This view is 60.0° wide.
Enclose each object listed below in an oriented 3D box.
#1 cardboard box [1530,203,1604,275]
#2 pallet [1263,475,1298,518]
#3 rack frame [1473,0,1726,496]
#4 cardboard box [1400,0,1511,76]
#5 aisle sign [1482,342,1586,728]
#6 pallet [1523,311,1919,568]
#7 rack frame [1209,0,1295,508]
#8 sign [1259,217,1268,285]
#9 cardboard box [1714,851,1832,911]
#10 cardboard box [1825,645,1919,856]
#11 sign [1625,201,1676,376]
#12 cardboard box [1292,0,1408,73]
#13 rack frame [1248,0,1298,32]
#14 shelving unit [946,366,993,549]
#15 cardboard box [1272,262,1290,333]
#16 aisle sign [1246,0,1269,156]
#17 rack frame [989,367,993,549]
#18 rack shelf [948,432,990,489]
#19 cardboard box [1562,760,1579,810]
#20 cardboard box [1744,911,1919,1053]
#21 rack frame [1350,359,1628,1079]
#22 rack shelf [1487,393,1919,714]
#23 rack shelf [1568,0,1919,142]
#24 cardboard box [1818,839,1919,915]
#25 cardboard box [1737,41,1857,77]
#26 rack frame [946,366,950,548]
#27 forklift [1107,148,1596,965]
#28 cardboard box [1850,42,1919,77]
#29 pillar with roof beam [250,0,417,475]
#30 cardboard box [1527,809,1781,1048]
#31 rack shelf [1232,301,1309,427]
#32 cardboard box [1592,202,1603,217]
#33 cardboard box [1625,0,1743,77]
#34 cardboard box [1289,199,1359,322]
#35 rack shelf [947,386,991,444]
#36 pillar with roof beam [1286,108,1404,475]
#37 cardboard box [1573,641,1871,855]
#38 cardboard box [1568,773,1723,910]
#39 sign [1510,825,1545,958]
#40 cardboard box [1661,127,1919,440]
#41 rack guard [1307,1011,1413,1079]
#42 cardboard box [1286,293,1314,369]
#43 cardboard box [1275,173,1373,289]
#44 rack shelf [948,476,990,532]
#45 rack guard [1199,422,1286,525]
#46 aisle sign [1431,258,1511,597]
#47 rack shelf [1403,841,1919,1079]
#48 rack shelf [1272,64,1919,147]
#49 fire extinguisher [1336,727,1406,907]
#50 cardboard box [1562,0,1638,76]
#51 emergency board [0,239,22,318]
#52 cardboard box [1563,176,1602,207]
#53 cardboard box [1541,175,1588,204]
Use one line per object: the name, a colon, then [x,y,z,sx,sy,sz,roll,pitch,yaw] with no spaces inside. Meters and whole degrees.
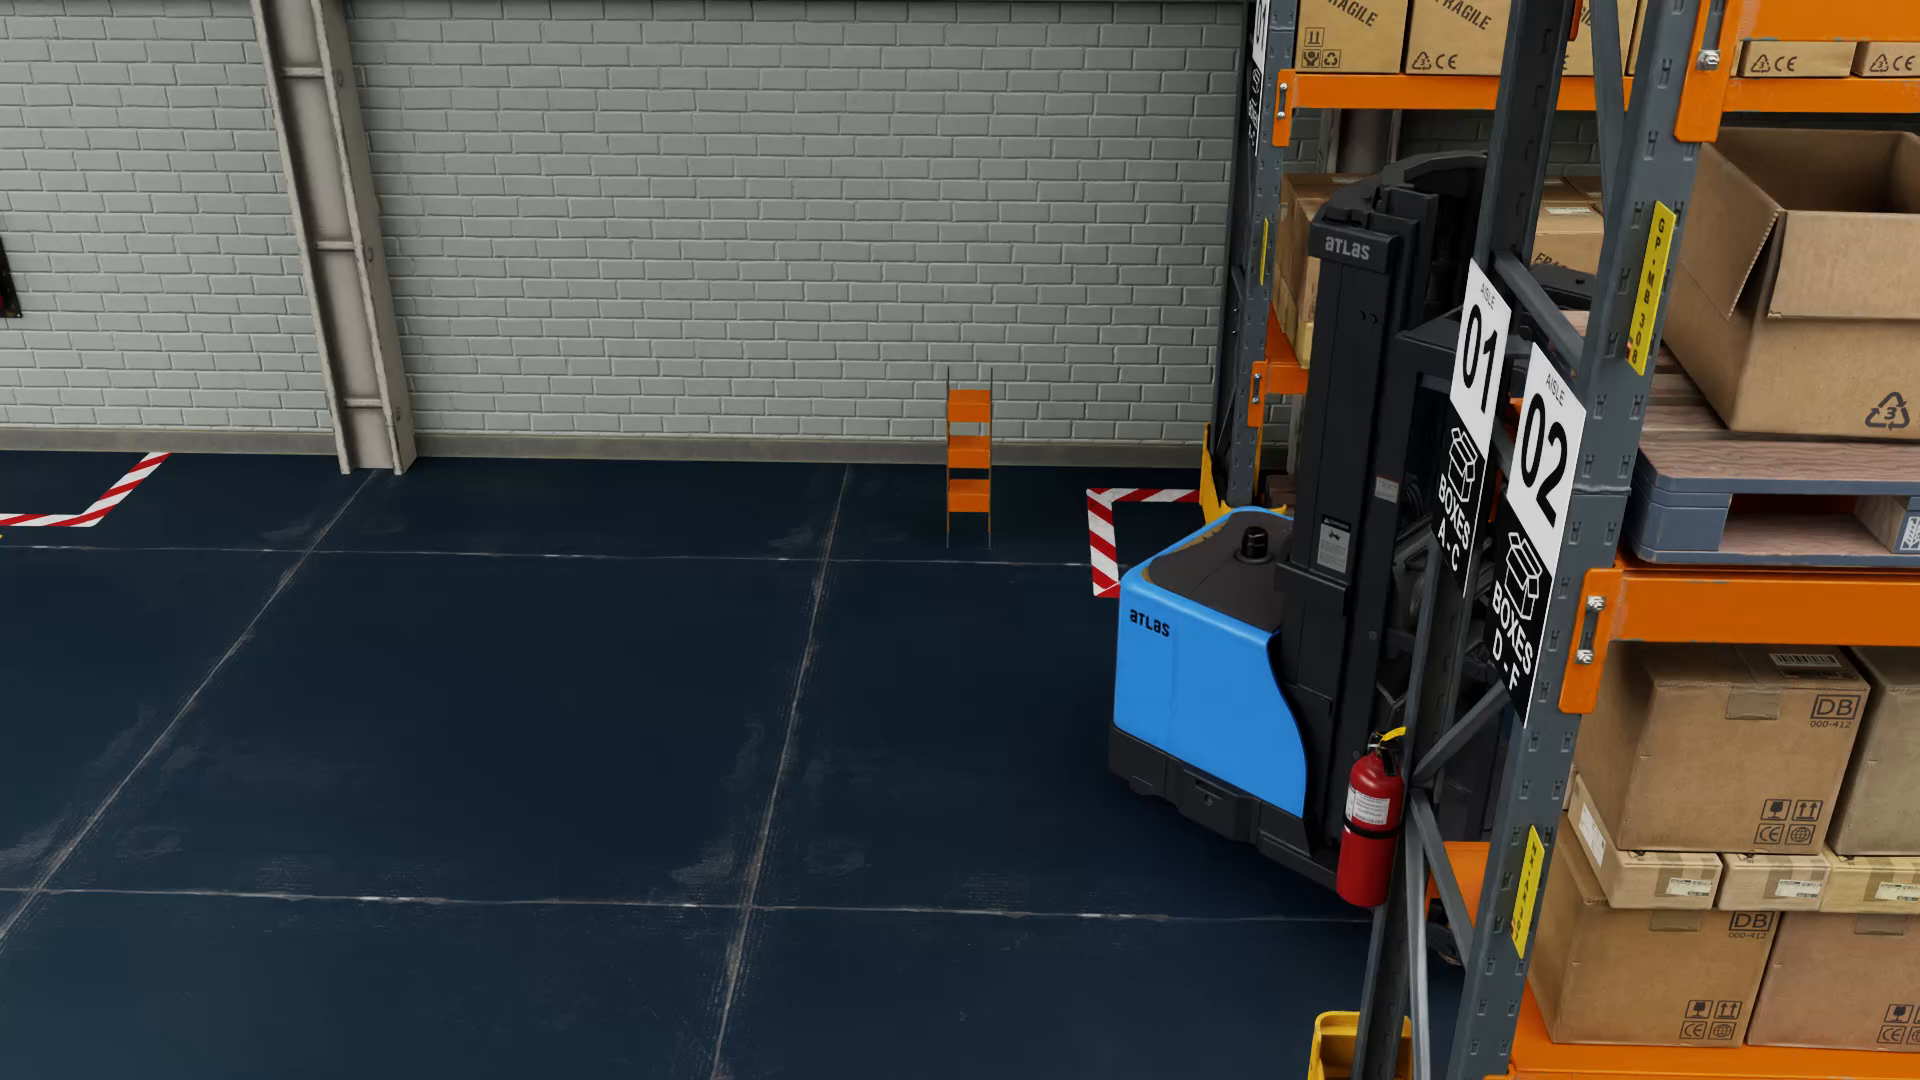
cardboard box: [3.021,-1.423,8.570,0.500,0.500,0.500,0,28,0]
pallet: [2.432,-0.059,9.636,1.213,0.211,1.003,1,28,2]
rack frame: [1.374,-1.654,3.262,0.127,3.000,1.000,1,28,2]
cardboard box: [2.406,-2.552,8.031,0.500,0.500,0.500,3,28,5]
aisle sign: [1.298,-0.010,3.790,0.004,0.787,0.394,1,28,2]
pallet: [2.080,-0.266,3.941,1.213,0.211,1.003,1,28,2]
rack frame: [1.545,-1.322,9.042,0.127,3.000,1.000,1,28,2]
sign: [1.526,-1.451,8.360,0.005,0.325,0.100,1,28,2]
cardboard box: [2.023,0.776,4.284,0.250,0.149,0.380,0,28,0]
cardboard box: [2.419,0.400,4.301,0.500,0.500,0.700,0,28,0]
sign: [1.349,-0.490,3.252,0.005,0.325,0.100,1,28,2]
cardboard box: [1.871,-2.578,8.080,0.500,0.500,0.500,2,28,3]
rack frame: [1.545,-3.973,7.636,0.127,3.000,1.000,1,28,2]
shelving unit: [0.053,-0.463,9.502,0.252,1.050,0.215,1,28,2]
cardboard box: [2.019,-1.348,9.229,0.500,0.250,0.500,1,28,3]
aisle sign: [1.463,-2.332,8.170,0.004,0.787,0.394,1,28,2]
rack frame: [0.175,-0.461,9.499,0.008,1.050,0.200,1,28,2]
rack shelf: [0.053,-0.454,9.507,0.240,0.259,0.215,1,28,2]
cardboard box: [1.763,0.583,4.648,0.250,0.149,0.380,0,28,1]
cardboard box: [2.365,0.973,4.606,0.500,0.500,0.700,2,28,3]
rack frame: [1.374,0.997,4.667,0.127,3.000,1.000,1,28,2]
rack shelf: [3.373,0.022,4.071,4.000,0.370,1.077,1,28,2]
rack shelf: [3.373,-1.126,3.462,4.000,0.370,1.077,1,28,2]
cardboard box: [2.272,0.781,4.275,0.250,0.149,0.380,1,28,2]
cardboard box: [3.969,-2.533,7.995,0.500,0.500,0.500,0,28,0]
rack frame: [-0.068,-0.465,9.506,0.008,1.050,0.200,1,28,2]
forklift: [2.100,0.106,6.420,3.031,2.935,1.130,24,36,37]
cardboard box: [4.524,-2.541,8.011,0.500,0.500,0.500,-1,28,-3]
pillar with roof beam: [-3.873,-2.450,4.764,0.400,9.000,9.100,1,28,2]
cardboard box: [1.840,0.966,4.618,0.500,0.500,0.700,1,28,2]
rack shelf: [3.544,-0.971,9.148,4.000,0.370,1.077,1,28,2]
cardboard box: [3.538,-1.420,8.565,0.500,0.500,0.500,2,28,3]
cardboard box: [3.461,-2.547,8.021,0.500,0.500,0.500,3,28,5]
cardboard box: [2.012,-1.448,8.616,0.500,0.500,0.500,1,28,2]
rack shelf: [0.053,-0.704,9.374,0.240,0.259,0.215,1,28,2]
pillar with roof beam: [2.123,-2.351,4.577,0.400,9.000,9.100,1,28,2]
cardboard box: [1.893,0.394,4.313,0.500,0.500,0.700,1,28,2]
cardboard box: [1.759,0.773,4.290,0.250,0.149,0.380,1,28,1]
sign: [1.349,0.839,3.956,0.005,0.325,0.100,1,28,2]
cardboard box: [1.948,-0.610,3.788,0.637,0.503,0.797,3,28,5]
rack guard: [1.350,2.101,5.254,0.348,0.500,1.175,1,28,2]
cardboard box: [2.022,-1.108,8.776,0.500,0.250,0.500,0,28,0]
cardboard box: [2.024,-1.688,9.069,0.500,0.500,0.500,1,28,1]
rack shelf: [0.053,-0.208,9.638,0.240,0.259,0.215,1,28,2]
rack guard: [1.621,-0.217,9.625,0.348,0.500,1.175,1,28,2]
aisle sign: [1.319,-0.291,4.320,0.004,0.787,0.394,1,28,2]
rack shelf: [3.373,1.347,4.774,4.000,0.370,1.077,1,28,2]
rack shelf: [3.544,-2.297,8.445,4.000,0.370,1.077,1,28,2]
fire extinguisher: [1.272,0.811,5.099,0.183,0.674,0.296,1,28,2]
cardboard box: [2.925,-2.546,8.019,0.500,0.500,0.500,2,28,4]
emergency board: [-6.189,-1.873,10.081,0.643,1.169,0.194,1,28,2]
cardboard box: [3.547,-1.660,9.017,0.500,0.500,0.500,1,28,2]
cardboard box: [3.043,-1.668,9.033,0.500,0.500,0.500,0,28,0]
